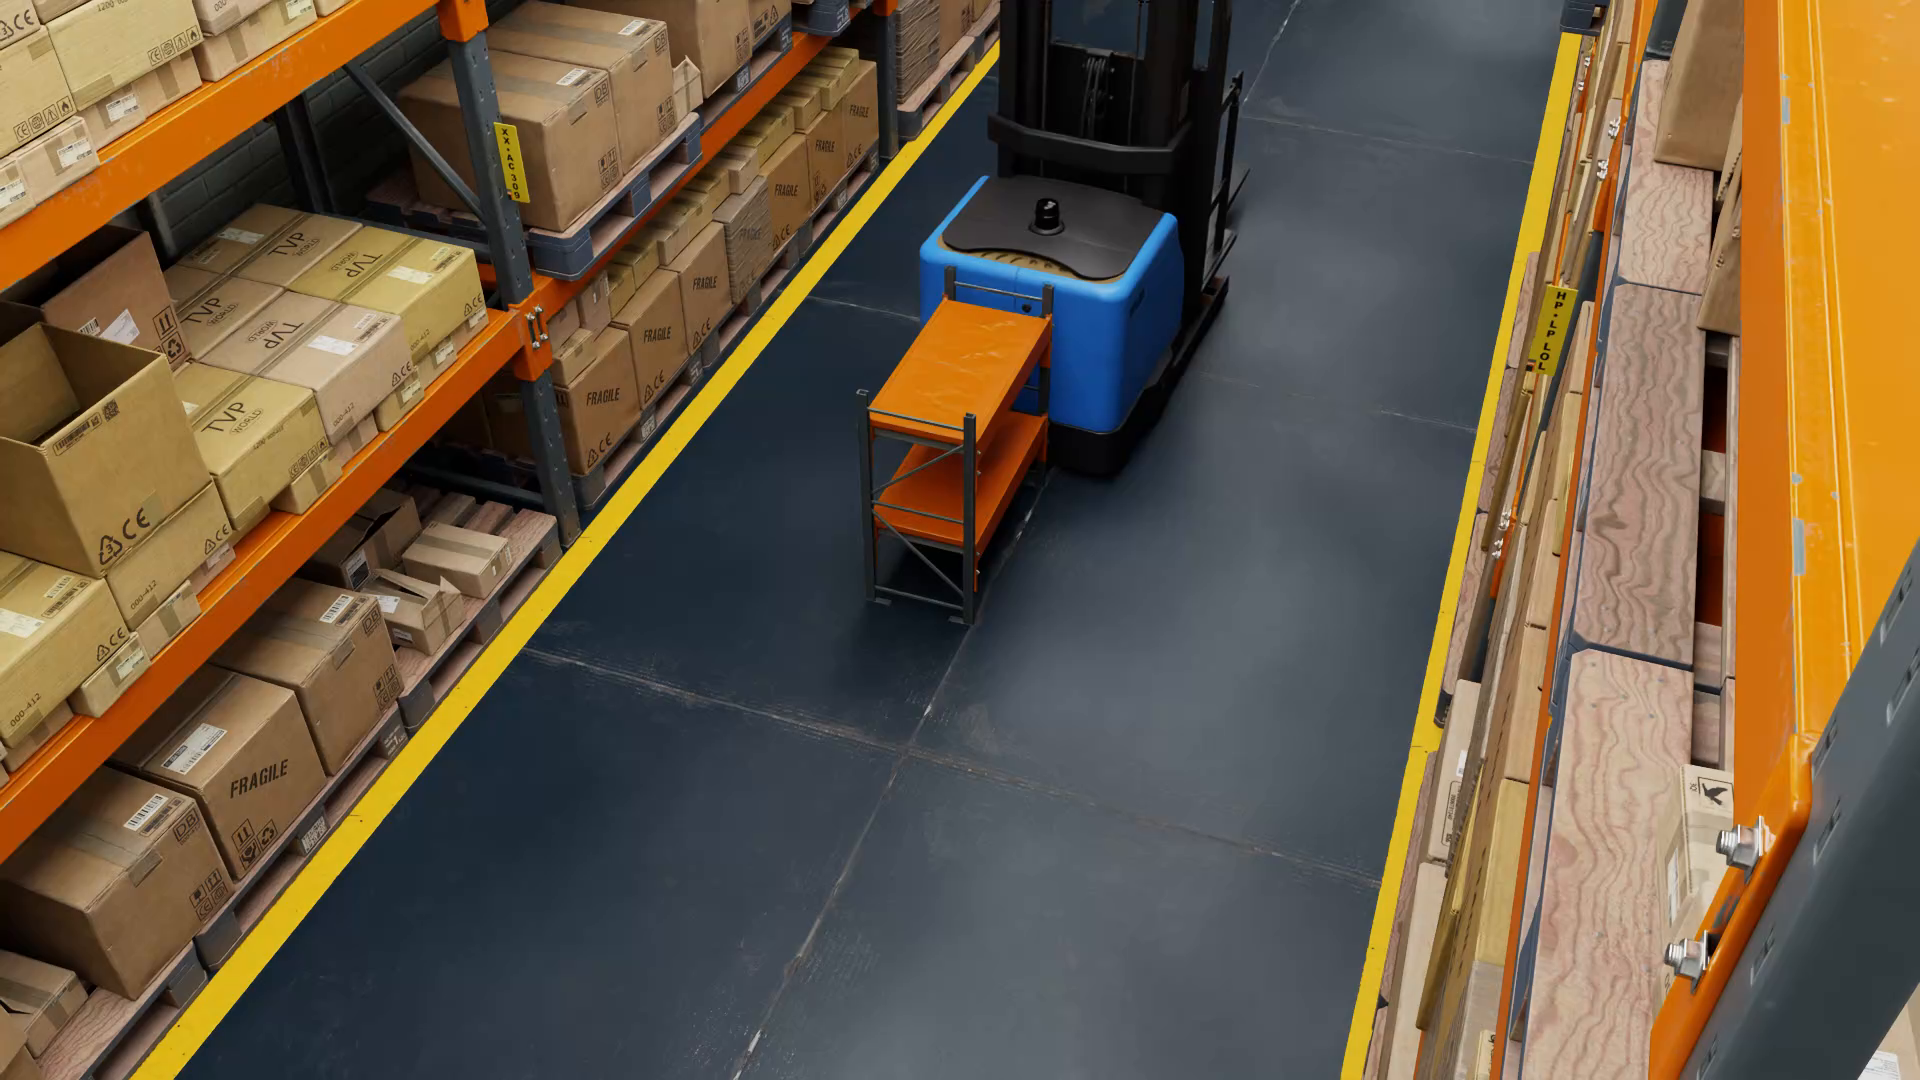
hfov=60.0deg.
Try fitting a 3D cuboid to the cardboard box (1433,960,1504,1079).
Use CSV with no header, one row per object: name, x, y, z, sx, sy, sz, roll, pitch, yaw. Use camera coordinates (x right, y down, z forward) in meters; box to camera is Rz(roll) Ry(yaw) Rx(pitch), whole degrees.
cardboard box,1.141,1.204,3.134,0.500,0.500,0.500,13,42,15

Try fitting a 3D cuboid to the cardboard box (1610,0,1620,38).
cardboard box,3.226,-2.452,7.419,0.500,0.500,0.500,13,42,15

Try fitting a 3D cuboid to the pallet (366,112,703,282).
pallet,-1.873,-1.635,7.456,1.003,0.211,1.213,13,42,15

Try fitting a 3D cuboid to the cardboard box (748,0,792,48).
cardboard box,-1.265,-2.847,8.326,0.797,0.503,0.637,12,42,14

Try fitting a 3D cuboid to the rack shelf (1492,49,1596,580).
rack shelf,3.101,-1.091,7.226,1.077,0.370,4.000,13,42,15

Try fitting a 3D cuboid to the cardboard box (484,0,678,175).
cardboard box,-1.696,-2.003,7.340,0.700,0.500,0.500,14,42,16

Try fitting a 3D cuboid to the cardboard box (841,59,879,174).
cardboard box,-0.824,-2.587,10.027,0.500,0.500,0.500,14,43,16

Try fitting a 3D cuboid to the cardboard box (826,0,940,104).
cardboard box,-0.655,-3.318,10.787,0.875,0.625,0.625,15,43,16

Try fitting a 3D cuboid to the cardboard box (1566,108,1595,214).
cardboard box,2.834,-1.541,6.929,0.500,0.250,0.500,14,42,16

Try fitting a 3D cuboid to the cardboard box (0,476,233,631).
cardboard box,-2.711,-0.012,5.293,0.500,0.250,0.500,12,42,14

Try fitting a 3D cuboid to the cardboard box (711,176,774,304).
cardboard box,-1.341,-1.644,8.921,0.500,0.500,0.500,12,42,14

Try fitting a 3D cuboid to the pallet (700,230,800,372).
pallet,-1.591,-1.435,9.223,1.003,0.211,1.213,13,42,15

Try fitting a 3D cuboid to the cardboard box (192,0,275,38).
cardboard box,-2.346,-1.772,5.045,0.500,0.250,0.500,12,42,14

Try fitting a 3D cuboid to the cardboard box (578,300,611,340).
cardboard box,-1.854,-1.046,7.721,0.380,0.149,0.250,12,42,14

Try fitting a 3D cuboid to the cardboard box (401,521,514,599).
cardboard box,-2.163,0.085,7.165,0.380,0.149,0.250,12,42,14

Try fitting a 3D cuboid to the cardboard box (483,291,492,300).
cardboard box,-2.309,-1.150,7.843,0.380,0.149,0.250,13,42,15

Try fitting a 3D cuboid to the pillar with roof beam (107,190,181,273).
pillar with roof beam,0.712,-2.347,3.521,9.100,9.000,0.400,13,42,15

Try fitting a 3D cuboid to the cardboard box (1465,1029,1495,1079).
cardboard box,1.057,1.030,2.838,0.380,0.149,0.250,13,42,15

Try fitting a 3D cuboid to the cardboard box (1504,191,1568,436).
cardboard box,3.162,-0.990,7.867,0.875,0.875,0.875,14,42,16

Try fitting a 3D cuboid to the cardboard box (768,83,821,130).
cardboard box,-1.008,-2.458,9.376,0.380,0.149,0.250,12,42,14

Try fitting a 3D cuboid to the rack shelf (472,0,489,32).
rack shelf,-1.565,-3.332,7.541,1.077,0.370,4.000,13,42,15

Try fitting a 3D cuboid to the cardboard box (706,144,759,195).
cardboard box,-1.292,-1.980,8.816,0.380,0.149,0.250,11,42,13

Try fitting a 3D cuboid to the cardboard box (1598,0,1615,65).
cardboard box,3.379,-2.464,8.011,0.500,0.250,0.500,13,42,15

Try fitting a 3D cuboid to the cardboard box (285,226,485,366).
cardboard box,-2.194,-0.936,6.376,0.500,0.250,0.500,14,43,16

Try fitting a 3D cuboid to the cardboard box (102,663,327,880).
cardboard box,-2.715,0.821,6.032,0.500,0.500,0.500,14,42,16

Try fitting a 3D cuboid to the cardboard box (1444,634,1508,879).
cardboard box,1.658,0.653,4.550,0.500,0.500,0.500,14,42,15

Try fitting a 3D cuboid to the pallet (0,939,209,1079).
pallet,-3.319,1.723,5.521,1.003,0.211,1.213,13,42,15

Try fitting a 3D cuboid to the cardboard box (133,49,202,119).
cardboard box,-2.488,-1.389,4.903,0.380,0.149,0.250,15,43,17

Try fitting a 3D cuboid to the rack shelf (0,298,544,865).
rack shelf,-2.933,0.249,5.655,1.077,0.370,4.000,13,42,15

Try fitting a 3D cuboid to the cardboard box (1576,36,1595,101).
cardboard box,4.497,-3.000,10.610,0.950,0.372,0.625,15,43,17

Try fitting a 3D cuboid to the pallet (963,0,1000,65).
pallet,-0.144,-3.858,12.063,1.003,0.211,1.213,13,42,15

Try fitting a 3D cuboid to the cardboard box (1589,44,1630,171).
cardboard box,2.696,-1.514,6.319,0.500,0.500,0.500,15,43,16

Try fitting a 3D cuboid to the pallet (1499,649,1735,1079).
pallet,1.293,0.732,2.291,1.003,0.211,1.213,13,42,15

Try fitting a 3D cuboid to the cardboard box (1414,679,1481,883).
cardboard box,2.101,1.029,5.837,0.875,0.438,0.875,13,42,14

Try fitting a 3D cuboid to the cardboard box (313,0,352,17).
cardboard box,-2.181,-1.856,5.451,0.380,0.149,0.250,13,42,15

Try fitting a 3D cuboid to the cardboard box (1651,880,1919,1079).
cardboard box,1.118,0.718,1.954,0.500,0.250,0.500,10,41,11

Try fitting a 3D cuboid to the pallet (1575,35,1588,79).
pallet,4.888,-3.488,11.630,1.003,0.211,1.213,13,42,15

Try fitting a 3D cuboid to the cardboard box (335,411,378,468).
cardboard box,-2.370,-0.417,6.075,0.380,0.149,0.250,14,43,16

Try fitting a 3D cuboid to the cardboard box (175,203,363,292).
cardboard box,-2.672,-1.058,6.519,0.500,0.250,0.500,13,42,15

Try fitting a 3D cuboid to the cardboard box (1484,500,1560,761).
cardboard box,1.662,0.290,4.205,0.500,0.500,0.500,14,42,16

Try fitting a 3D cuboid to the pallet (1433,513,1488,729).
pallet,2.610,0.428,7.039,1.003,0.211,1.213,13,42,15

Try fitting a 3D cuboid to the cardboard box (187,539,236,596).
cardboard box,-2.665,0.039,5.541,0.380,0.149,0.250,13,42,15

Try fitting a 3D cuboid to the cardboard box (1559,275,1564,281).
cardboard box,2.699,-1.031,6.717,0.500,0.250,0.500,12,42,14

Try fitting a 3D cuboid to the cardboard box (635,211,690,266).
cardboard box,-1.575,-1.519,8.276,0.380,0.149,0.250,13,42,15

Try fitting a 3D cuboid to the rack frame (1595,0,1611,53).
rack frame,3.785,-2.585,8.422,1.000,3.000,0.127,13,42,15

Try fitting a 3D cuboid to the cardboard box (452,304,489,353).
cardboard box,-2.120,-0.898,6.639,0.380,0.149,0.250,14,42,16

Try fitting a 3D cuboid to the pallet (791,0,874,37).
pallet,-1.047,-3.182,9.270,1.213,0.211,1.003,13,42,15

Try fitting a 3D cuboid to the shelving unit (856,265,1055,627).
shelving unit,-0.002,-0.424,7.334,0.538,1.125,1.048,13,42,15

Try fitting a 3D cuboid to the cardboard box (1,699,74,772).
cardboard box,-2.916,0.514,4.984,0.380,0.149,0.250,14,42,16

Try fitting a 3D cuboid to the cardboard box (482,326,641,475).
cardboard box,-1.872,-0.698,7.813,0.500,0.500,0.500,15,43,17

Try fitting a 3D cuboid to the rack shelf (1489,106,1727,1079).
rack shelf,1.733,0.207,3.393,1.077,0.370,4.000,13,42,15

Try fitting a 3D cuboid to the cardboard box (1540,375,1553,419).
cardboard box,2.339,-0.601,5.827,0.500,0.250,0.500,13,42,15

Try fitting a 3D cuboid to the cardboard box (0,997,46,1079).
cardboard box,-3.318,1.633,5.078,0.797,0.503,0.637,12,42,13

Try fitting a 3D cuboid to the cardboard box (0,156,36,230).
cardboard box,-2.674,-0.907,4.338,0.380,0.149,0.250,13,42,15

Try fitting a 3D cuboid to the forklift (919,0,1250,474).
forklift,0.840,-2.392,8.250,1.130,2.935,3.031,15,43,17

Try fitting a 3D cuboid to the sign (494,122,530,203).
sign,-1.736,-1.458,6.434,0.100,0.325,0.005,13,42,15

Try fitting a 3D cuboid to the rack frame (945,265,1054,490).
rack frame,0.172,-0.734,7.697,0.500,1.125,0.032,13,42,15

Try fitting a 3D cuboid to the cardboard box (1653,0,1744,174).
cardboard box,2.018,-1.210,4.022,0.500,0.500,0.500,14,42,16
